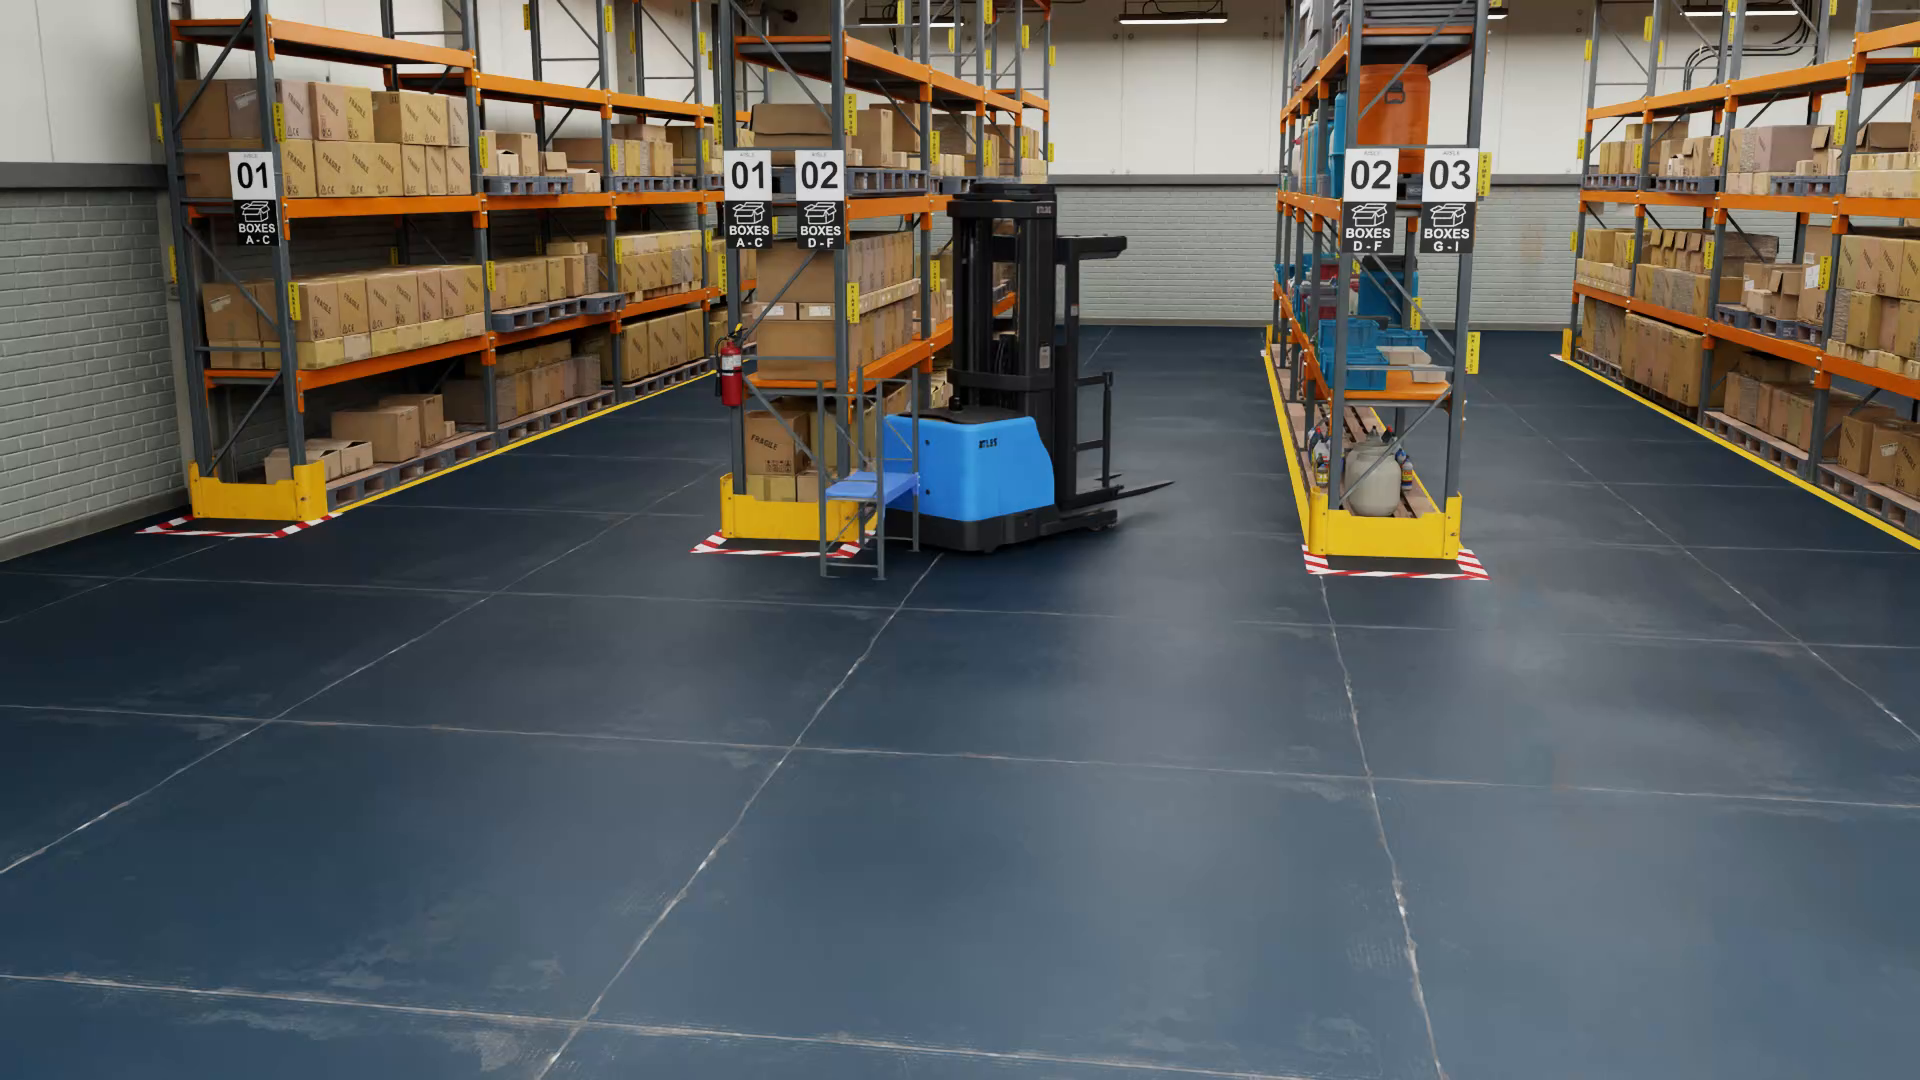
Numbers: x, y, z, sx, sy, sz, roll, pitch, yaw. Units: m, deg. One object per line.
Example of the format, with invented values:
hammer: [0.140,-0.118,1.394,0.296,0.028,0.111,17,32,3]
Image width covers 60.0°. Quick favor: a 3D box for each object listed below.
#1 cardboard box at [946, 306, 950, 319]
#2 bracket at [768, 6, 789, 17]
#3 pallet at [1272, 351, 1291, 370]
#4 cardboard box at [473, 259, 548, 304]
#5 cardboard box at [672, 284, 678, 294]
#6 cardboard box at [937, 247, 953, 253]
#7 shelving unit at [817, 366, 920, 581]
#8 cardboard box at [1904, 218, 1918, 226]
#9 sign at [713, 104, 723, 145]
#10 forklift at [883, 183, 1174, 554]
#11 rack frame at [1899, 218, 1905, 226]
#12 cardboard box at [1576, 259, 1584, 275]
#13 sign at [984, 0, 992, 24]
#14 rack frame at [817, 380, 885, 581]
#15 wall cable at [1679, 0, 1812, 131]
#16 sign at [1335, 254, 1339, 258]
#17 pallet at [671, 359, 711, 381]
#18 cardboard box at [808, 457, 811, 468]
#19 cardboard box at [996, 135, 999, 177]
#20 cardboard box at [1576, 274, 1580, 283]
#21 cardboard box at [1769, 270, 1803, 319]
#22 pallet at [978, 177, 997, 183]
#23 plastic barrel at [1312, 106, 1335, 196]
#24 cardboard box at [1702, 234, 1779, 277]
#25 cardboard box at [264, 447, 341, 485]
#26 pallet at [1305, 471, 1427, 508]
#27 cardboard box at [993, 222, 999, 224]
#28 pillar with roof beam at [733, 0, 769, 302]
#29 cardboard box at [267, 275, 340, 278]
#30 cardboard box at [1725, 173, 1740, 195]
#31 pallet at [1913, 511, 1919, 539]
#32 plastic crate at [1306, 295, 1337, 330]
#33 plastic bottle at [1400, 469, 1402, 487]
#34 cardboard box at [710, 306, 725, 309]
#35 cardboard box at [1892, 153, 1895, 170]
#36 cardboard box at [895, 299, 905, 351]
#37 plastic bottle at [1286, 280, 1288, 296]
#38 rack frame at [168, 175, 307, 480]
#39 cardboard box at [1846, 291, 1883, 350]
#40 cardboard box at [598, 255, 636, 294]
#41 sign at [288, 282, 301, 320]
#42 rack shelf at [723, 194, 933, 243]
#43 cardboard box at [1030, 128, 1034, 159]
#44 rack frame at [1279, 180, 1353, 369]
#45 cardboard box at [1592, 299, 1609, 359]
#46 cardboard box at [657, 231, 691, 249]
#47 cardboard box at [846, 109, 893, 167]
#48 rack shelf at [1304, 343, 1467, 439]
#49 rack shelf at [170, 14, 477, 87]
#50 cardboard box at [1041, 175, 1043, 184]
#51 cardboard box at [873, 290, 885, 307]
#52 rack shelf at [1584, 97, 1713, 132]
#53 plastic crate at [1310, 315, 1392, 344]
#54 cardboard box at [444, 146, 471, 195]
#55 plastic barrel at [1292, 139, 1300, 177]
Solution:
cardboard box: [-0.338,-2.785,20.391,0.380,0.149,0.250,3,12,13]
bracket: [-3.614,-10.727,33.866,0.076,0.066,3.189,2,12,9]
pallet: [5.572,-2.892,26.912,1.003,0.211,1.213,2,12,9]
cardboard box: [-5.433,-3.125,20.091,0.700,0.500,0.500,4,13,16]
cardboard box: [-4.435,-3.763,24.884,0.380,0.149,0.250,2,12,9]
cardboard box: [0.081,-4.025,24.316,0.700,0.500,0.500,4,13,18]
shelving unit: [-0.699,-0.544,12.958,0.538,1.500,1.048,3,13,13]
cardboard box: [15.375,-4.935,26.455,0.500,0.500,0.500,2,12,8]
sign: [-1.962,-3.390,13.571,0.100,0.325,0.005,2,12,9]
forklift: [0.721,-1.571,14.328,1.130,2.935,3.031,11,16,42]
rack frame: [15.706,-4.337,26.996,1.000,3.000,0.127,2,12,9]
cardboard box: [10.480,-4.499,27.400,0.500,0.250,0.500,2,12,7]
sign: [0.351,-6.624,20.777,0.100,0.325,0.005,2,12,9]
rack frame: [-0.818,-0.440,12.475,0.500,1.500,0.032,3,13,13]
wall cable: [15.096,-10.089,31.812,2.277,5.999,0.120,2,12,9]
sign: [6.473,-4.744,28.499,0.100,0.325,0.005,2,12,9]
pallet: [-4.522,-2.641,25.746,1.003,0.211,1.213,2,12,9]
cardboard box: [-1.572,-0.596,15.170,0.500,0.250,0.500,2,12,9]
cardboard box: [0.267,-5.674,24.611,0.600,0.600,0.600,1,12,3]
cardboard box: [10.440,-4.332,27.572,0.380,0.149,0.250,2,12,9]
cardboard box: [9.151,-2.640,17.881,0.797,0.503,0.637,3,13,14]
pallet: [-0.214,-4.405,20.639,1.213,0.211,1.003,2,12,11]
plastic barrel: [3.945,-4.005,17.147,0.600,0.901,0.708,2,12,9]
cardboard box: [9.719,-3.544,20.699,0.797,0.503,0.637,2,12,11]
cardboard box: [-6.128,-0.711,15.510,0.500,0.311,0.500,0,12,2]
pallet: [3.751,-0.424,15.462,1.003,0.211,1.213,2,12,9]
cardboard box: [0.393,-4.870,26.862,0.500,0.500,0.500,2,12,9]
pillar with roof beam: [-0.048,-8.383,31.532,9.100,9.000,0.548,2,12,9]
cardboard box: [-6.298,-2.289,16.025,0.500,0.500,0.500,2,12,7]
cardboard box: [9.267,-4.156,19.396,0.500,0.250,0.500,2,12,10]
pallet: [8.532,-0.008,13.531,1.003,0.211,1.213,2,12,9]
plastic crate: [3.853,-2.323,17.499,0.402,0.464,0.583,2,12,9]
plastic bottle: [4.069,-0.584,15.182,0.097,0.201,0.097,0,12,0]
cardboard box: [-4.243,-3.920,28.459,0.380,0.149,0.250,2,12,9]
cardboard box: [8.589,-3.385,14.868,0.380,0.149,0.250,2,12,10]
cardboard box: [-0.949,-2.188,16.790,0.700,0.500,0.500,2,12,8]
plastic bottle: [4.834,-3.727,24.442,0.061,0.283,0.133,2,12,9]
rack frame: [-6.323,-1.669,14.618,1.000,3.000,0.127,2,12,9]
cardboard box: [8.733,-2.020,15.303,0.875,0.500,0.500,2,12,9]
cardboard box: [-4.765,-3.631,22.732,0.500,0.500,0.500,2,12,10]
sign: [-5.787,-2.075,14.446,0.100,0.325,0.005,2,12,9]
rack shelf: [-1.120,-3.040,15.569,1.077,0.370,4.000,2,12,9]
cardboard box: [0.838,-6.528,27.432,0.700,0.500,0.500,2,12,9]
rack frame: [5.312,-3.846,24.720,1.000,3.000,0.127,2,12,9]
cardboard box: [10.661,-3.360,26.509,0.875,0.875,0.875,2,12,9]
cardboard box: [-4.385,-4.526,25.104,0.500,0.250,0.500,2,12,10]
cardboard box: [-0.902,-3.635,15.055,0.500,0.500,0.500,2,12,9]
rack shelf: [3.774,-1.413,15.136,1.077,0.370,4.000,2,12,9]
rack shelf: [-6.016,-4.665,15.994,1.077,0.370,4.000,2,12,9]
cardboard box: [1.127,-6.014,28.014,0.500,0.250,0.500,2,12,9]
cardboard box: [-0.917,-2.270,15.629,0.380,0.149,0.250,2,12,9]
rack shelf: [10.513,-6.487,25.393,1.077,0.370,4.000,2,12,9]
plastic crate: [3.875,-2.046,16.512,0.767,0.338,0.504,2,12,9]
cardboard box: [-5.542,-3.913,17.626,0.500,0.500,0.500,2,12,10]
plastic barrel: [4.983,-5.483,23.875,0.433,0.535,0.433,0,12,0]
